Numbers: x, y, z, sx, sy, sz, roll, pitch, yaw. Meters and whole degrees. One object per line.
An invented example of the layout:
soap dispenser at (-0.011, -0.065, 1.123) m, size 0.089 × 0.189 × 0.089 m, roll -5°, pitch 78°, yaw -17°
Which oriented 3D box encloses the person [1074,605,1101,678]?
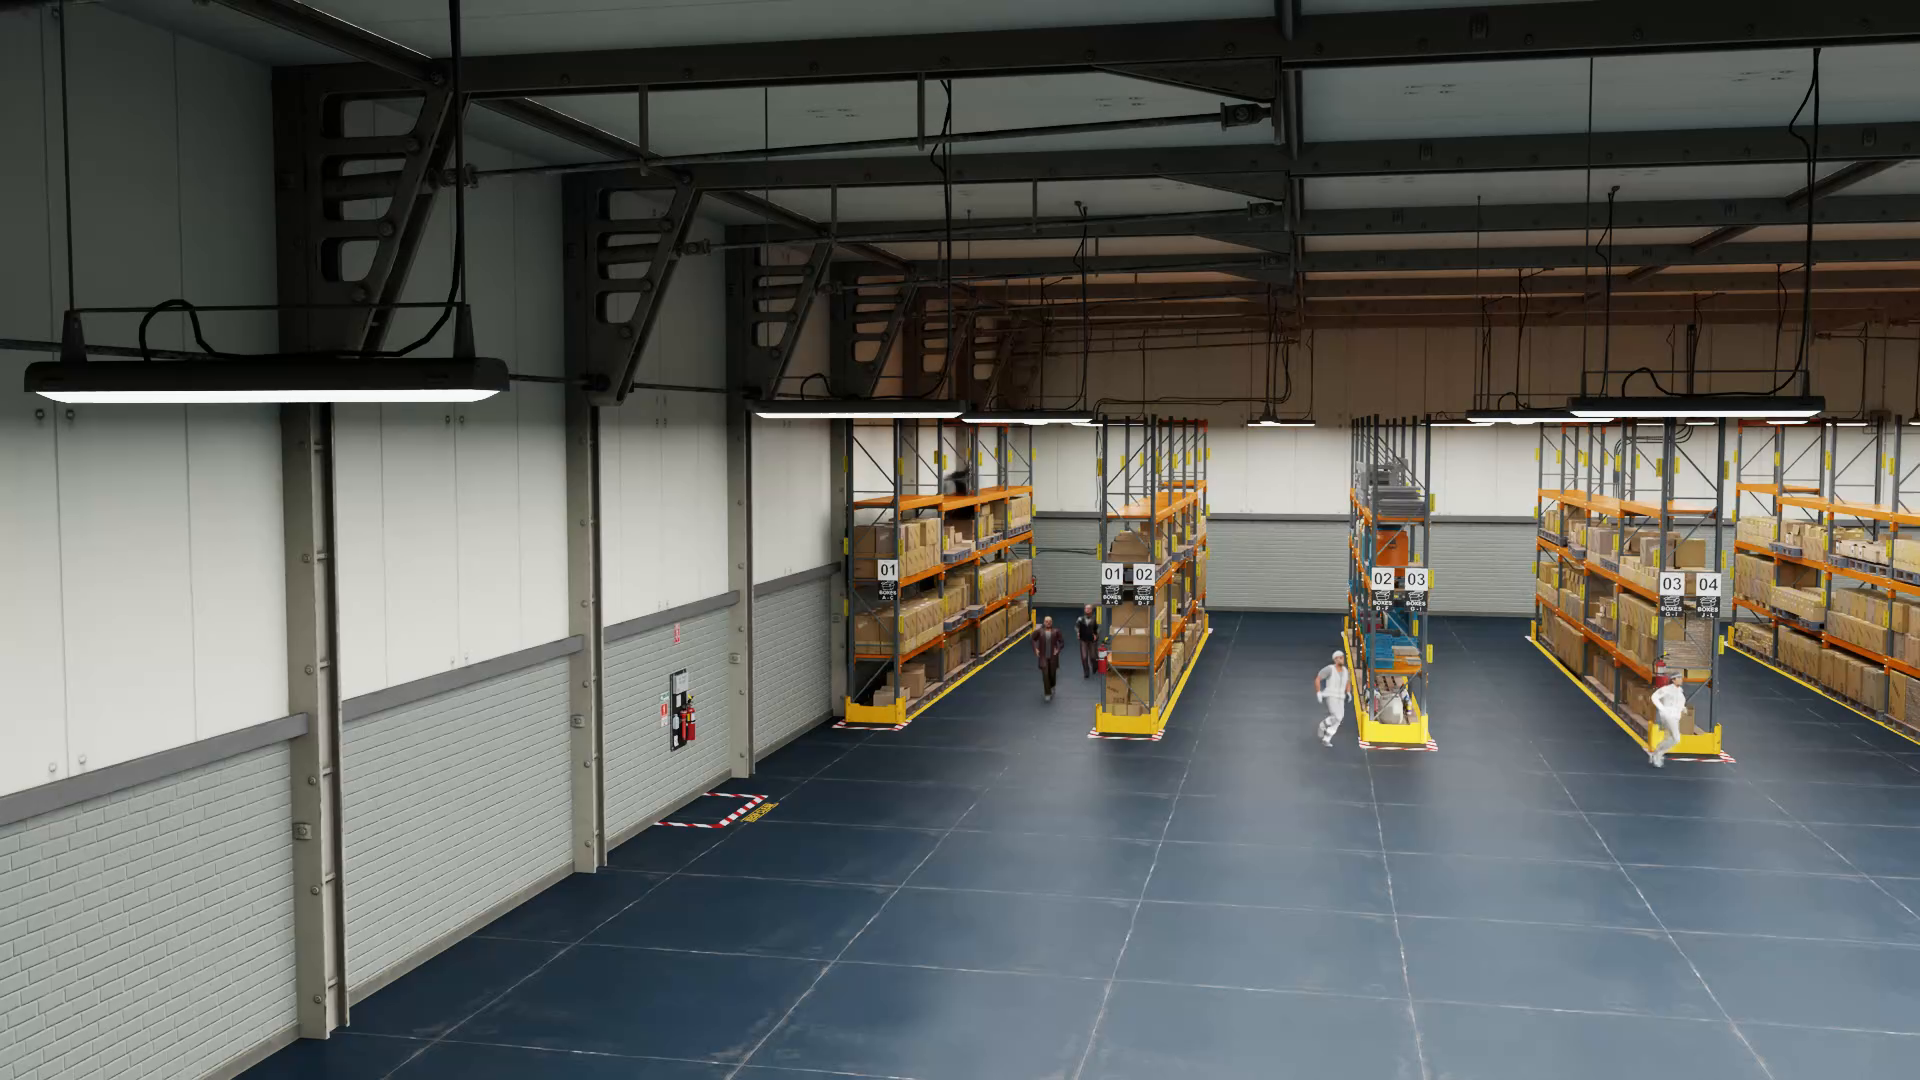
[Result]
person at (2.952, 2.335, 38.311) m, size 0.656 × 1.671 × 0.606 m, roll 1°, pitch 4°, yaw 11°

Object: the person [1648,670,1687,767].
person at (12.052, 3.013, 28.192) m, size 0.596 × 1.641 × 0.583 m, roll -3°, pitch 5°, yaw -37°

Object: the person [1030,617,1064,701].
person at (1.856, 2.497, 35.299) m, size 0.720 × 1.762 × 0.795 m, roll 0°, pitch 4°, yaw 1°

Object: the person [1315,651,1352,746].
person at (6.815, 2.866, 30.036) m, size 0.715 × 1.711 × 0.534 m, roll -2°, pitch 4°, yaw -24°
